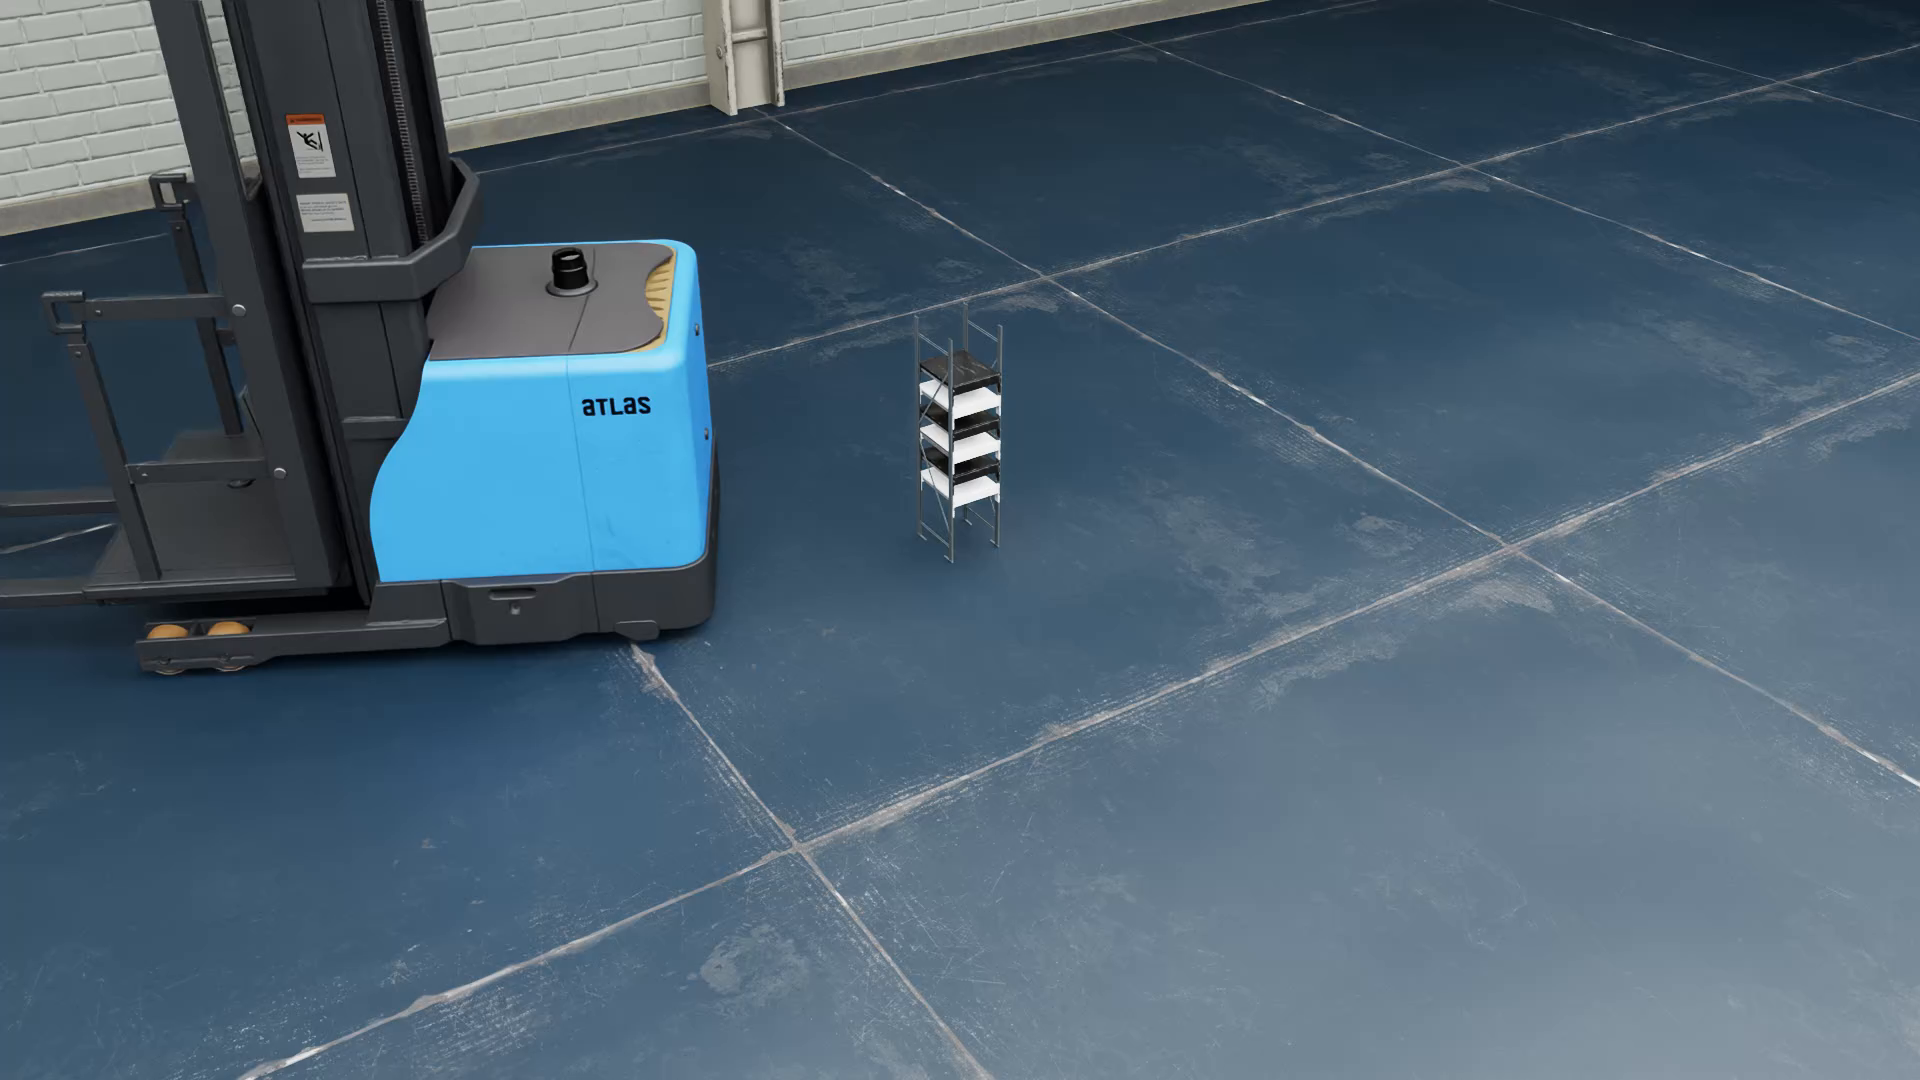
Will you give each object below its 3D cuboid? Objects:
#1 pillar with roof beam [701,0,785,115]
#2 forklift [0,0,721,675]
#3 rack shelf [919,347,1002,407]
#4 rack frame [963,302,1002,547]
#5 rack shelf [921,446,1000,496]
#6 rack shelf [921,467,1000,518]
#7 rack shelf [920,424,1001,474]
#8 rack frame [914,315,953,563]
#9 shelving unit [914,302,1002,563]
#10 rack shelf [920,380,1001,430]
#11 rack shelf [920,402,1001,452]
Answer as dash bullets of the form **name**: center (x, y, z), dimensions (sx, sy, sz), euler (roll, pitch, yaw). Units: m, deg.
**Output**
- **pillar with roof beam**: center (0.963, -4.681, 5.236), dimensions (0.400, 9.000, 9.100), euler (-19, 37, -27)
- **forklift**: center (-2.397, -1.087, 5.226), dimensions (3.031, 2.935, 1.130), euler (-3, 32, -5)
- **rack shelf**: center (-0.007, -0.578, 5.880), dimensions (0.200, 0.077, 0.258), euler (-19, 37, -27)
- **rack frame**: center (0.079, -0.408, 6.053), dimensions (0.006, 0.900, 0.240), euler (-19, 37, -27)
- **rack shelf**: center (-0.007, -0.274, 6.072), dimensions (0.200, 0.077, 0.258), euler (-19, 37, -27)
- **rack shelf**: center (-0.007, -0.198, 6.120), dimensions (0.200, 0.077, 0.258), euler (-19, 37, -27)
- **rack shelf**: center (-0.007, -0.350, 6.024), dimensions (0.200, 0.077, 0.258), euler (-19, 37, -27)
- **rack frame**: center (-0.092, -0.349, 5.960), dimensions (0.006, 0.900, 0.240), euler (-19, 37, -27)
- **shelving unit**: center (-0.007, -0.378, 6.006), dimensions (0.210, 0.900, 0.258), euler (-19, 37, -27)
- **rack shelf**: center (-0.007, -0.502, 5.928), dimensions (0.200, 0.077, 0.258), euler (-19, 37, -27)
- **rack shelf**: center (-0.007, -0.426, 5.976), dimensions (0.200, 0.077, 0.258), euler (-19, 37, -27)
